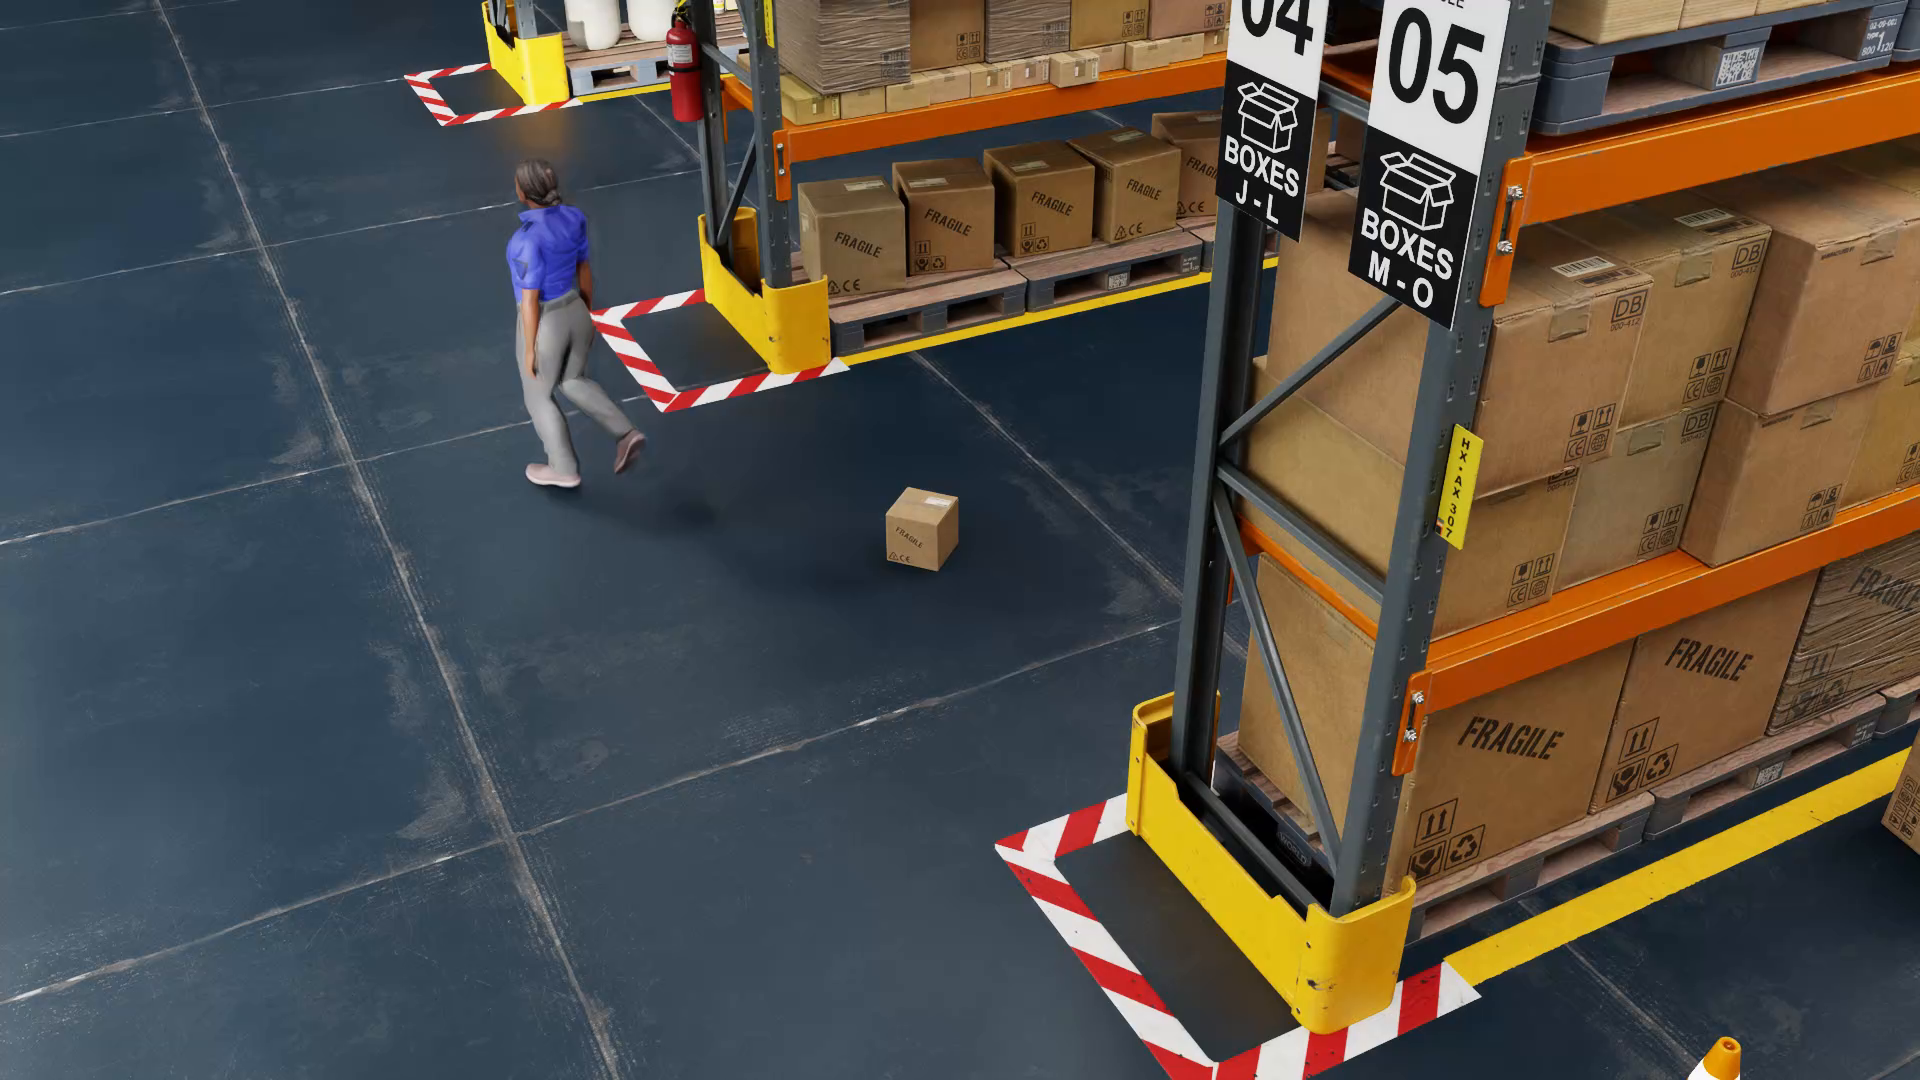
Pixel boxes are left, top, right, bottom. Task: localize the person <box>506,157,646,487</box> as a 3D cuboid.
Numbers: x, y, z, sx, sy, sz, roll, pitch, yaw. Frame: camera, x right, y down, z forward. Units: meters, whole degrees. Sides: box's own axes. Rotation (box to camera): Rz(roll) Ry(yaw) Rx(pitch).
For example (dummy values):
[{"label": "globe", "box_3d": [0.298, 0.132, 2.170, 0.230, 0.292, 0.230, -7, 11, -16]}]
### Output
[{"label": "person", "box_3d": [-1.803, -0.958, 7.573, 0.611, 1.636, 0.448, 17, 37, 24]}]
